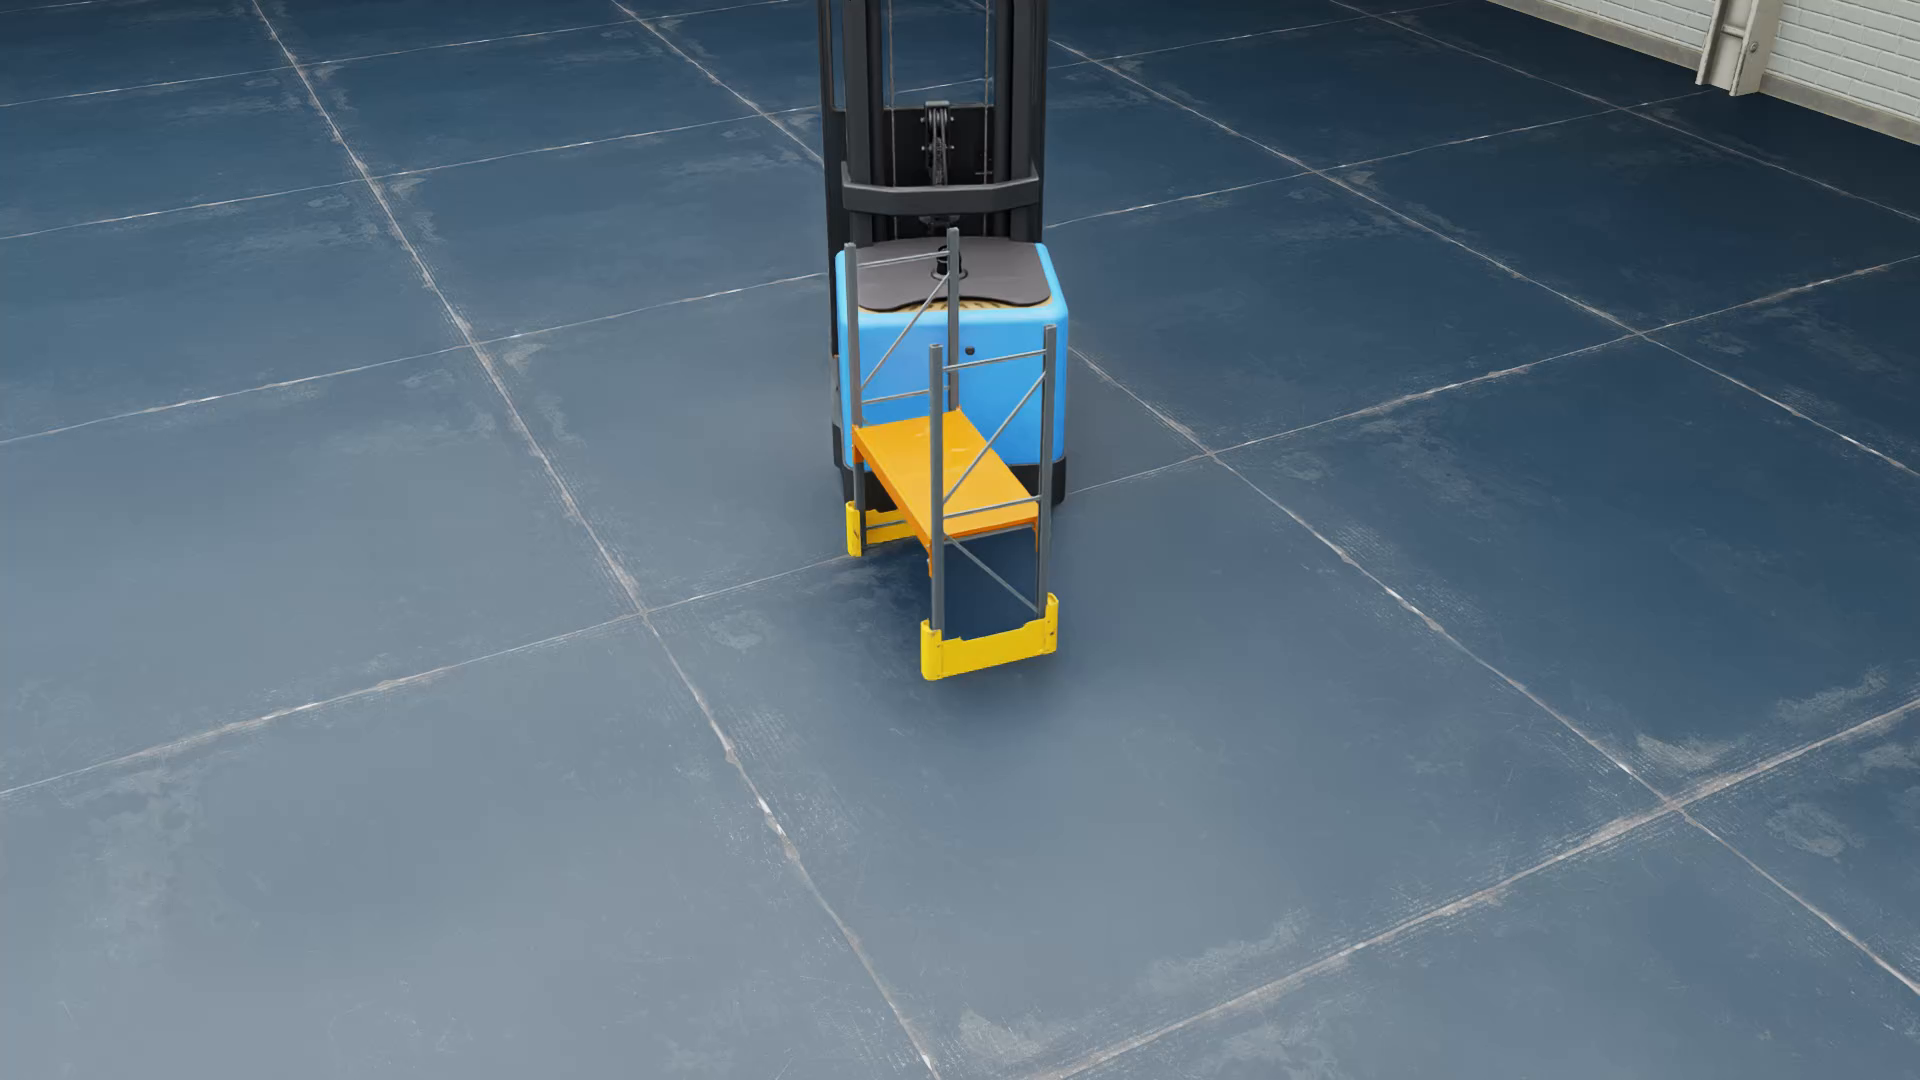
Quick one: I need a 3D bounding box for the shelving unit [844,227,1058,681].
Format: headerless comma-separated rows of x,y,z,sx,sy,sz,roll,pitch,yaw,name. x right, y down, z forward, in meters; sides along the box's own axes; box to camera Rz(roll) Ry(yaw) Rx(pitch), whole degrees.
-0.055,-0.376,6.946,0.587,1.500,1.083,-12,34,-18,shelving unit

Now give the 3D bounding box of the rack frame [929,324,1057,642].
0.125,-0.124,6.554,0.500,1.500,0.032,-12,34,-18,rack frame

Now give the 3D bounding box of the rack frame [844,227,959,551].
-0.242,-0.636,7.352,0.500,1.500,0.032,-12,34,-18,rack frame

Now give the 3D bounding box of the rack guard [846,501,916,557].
-0.235,-0.100,7.674,0.587,0.250,0.087,-12,34,-18,rack guard

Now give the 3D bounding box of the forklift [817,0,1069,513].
-0.152,-2.119,8.340,1.130,2.935,3.031,-3,33,-4,forklift

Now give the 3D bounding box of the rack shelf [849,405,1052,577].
-0.059,-0.229,7.050,0.538,0.185,1.000,-12,34,-18,rack shelf

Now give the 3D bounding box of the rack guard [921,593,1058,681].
0.124,0.401,6.892,0.587,0.250,0.087,-12,34,-18,rack guard

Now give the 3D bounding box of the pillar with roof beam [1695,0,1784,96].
2.418,-6.381,9.368,9.100,9.000,0.400,-16,36,-23,pillar with roof beam
